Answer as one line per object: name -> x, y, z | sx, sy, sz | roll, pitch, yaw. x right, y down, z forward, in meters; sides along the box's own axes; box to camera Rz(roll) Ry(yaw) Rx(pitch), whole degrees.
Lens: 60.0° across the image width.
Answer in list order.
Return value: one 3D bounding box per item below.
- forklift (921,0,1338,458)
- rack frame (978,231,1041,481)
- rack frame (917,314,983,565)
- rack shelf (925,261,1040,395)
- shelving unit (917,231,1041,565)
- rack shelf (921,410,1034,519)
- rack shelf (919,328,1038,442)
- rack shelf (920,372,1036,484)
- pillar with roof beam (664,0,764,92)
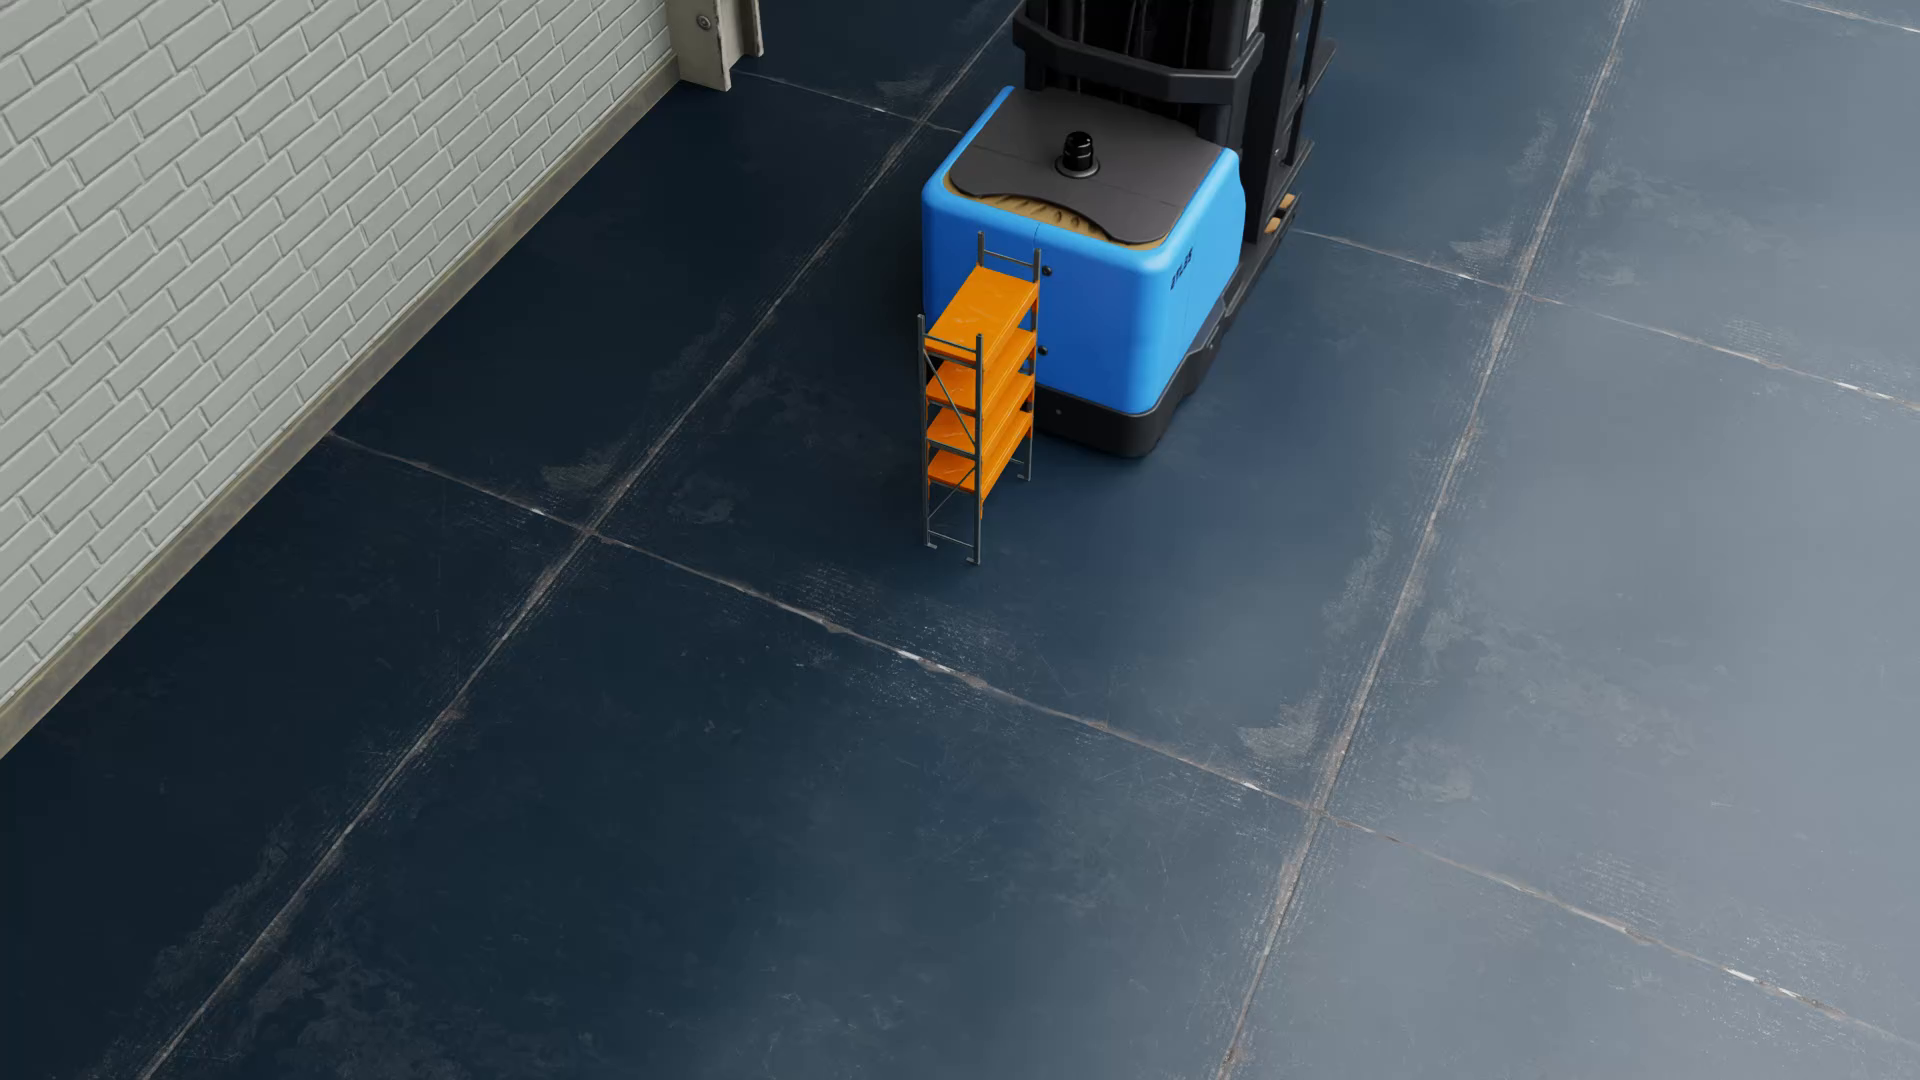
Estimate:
forklift -> 0.942, -2.419, 6.699 | 1.130, 2.935, 3.031 | 21, 53, 17
rack frame -> 0.175, -0.671, 6.348 | 0.240, 1.200, 0.015 | 20, 52, 16
rack frame -> -0.034, -0.335, 6.062 | 0.240, 1.200, 0.015 | 20, 52, 16
rack shelf -> 0.071, -0.757, 5.906 | 0.258, 0.148, 0.480 | 20, 52, 16
shelving unit -> 0.071, -0.503, 6.205 | 0.258, 1.200, 0.503 | 20, 52, 16
rack shelf -> 0.071, -0.331, 6.408 | 0.258, 0.148, 0.480 | 20, 52, 16
rack shelf -> 0.071, -0.604, 6.086 | 0.258, 0.148, 0.480 | 20, 52, 16
rack shelf -> 0.071, -0.459, 6.256 | 0.258, 0.148, 0.480 | 20, 52, 16
pillar with roof beam -> 2.639, -3.998, 4.059 | 9.100, 9.000, 0.400 | 20, 52, 16
